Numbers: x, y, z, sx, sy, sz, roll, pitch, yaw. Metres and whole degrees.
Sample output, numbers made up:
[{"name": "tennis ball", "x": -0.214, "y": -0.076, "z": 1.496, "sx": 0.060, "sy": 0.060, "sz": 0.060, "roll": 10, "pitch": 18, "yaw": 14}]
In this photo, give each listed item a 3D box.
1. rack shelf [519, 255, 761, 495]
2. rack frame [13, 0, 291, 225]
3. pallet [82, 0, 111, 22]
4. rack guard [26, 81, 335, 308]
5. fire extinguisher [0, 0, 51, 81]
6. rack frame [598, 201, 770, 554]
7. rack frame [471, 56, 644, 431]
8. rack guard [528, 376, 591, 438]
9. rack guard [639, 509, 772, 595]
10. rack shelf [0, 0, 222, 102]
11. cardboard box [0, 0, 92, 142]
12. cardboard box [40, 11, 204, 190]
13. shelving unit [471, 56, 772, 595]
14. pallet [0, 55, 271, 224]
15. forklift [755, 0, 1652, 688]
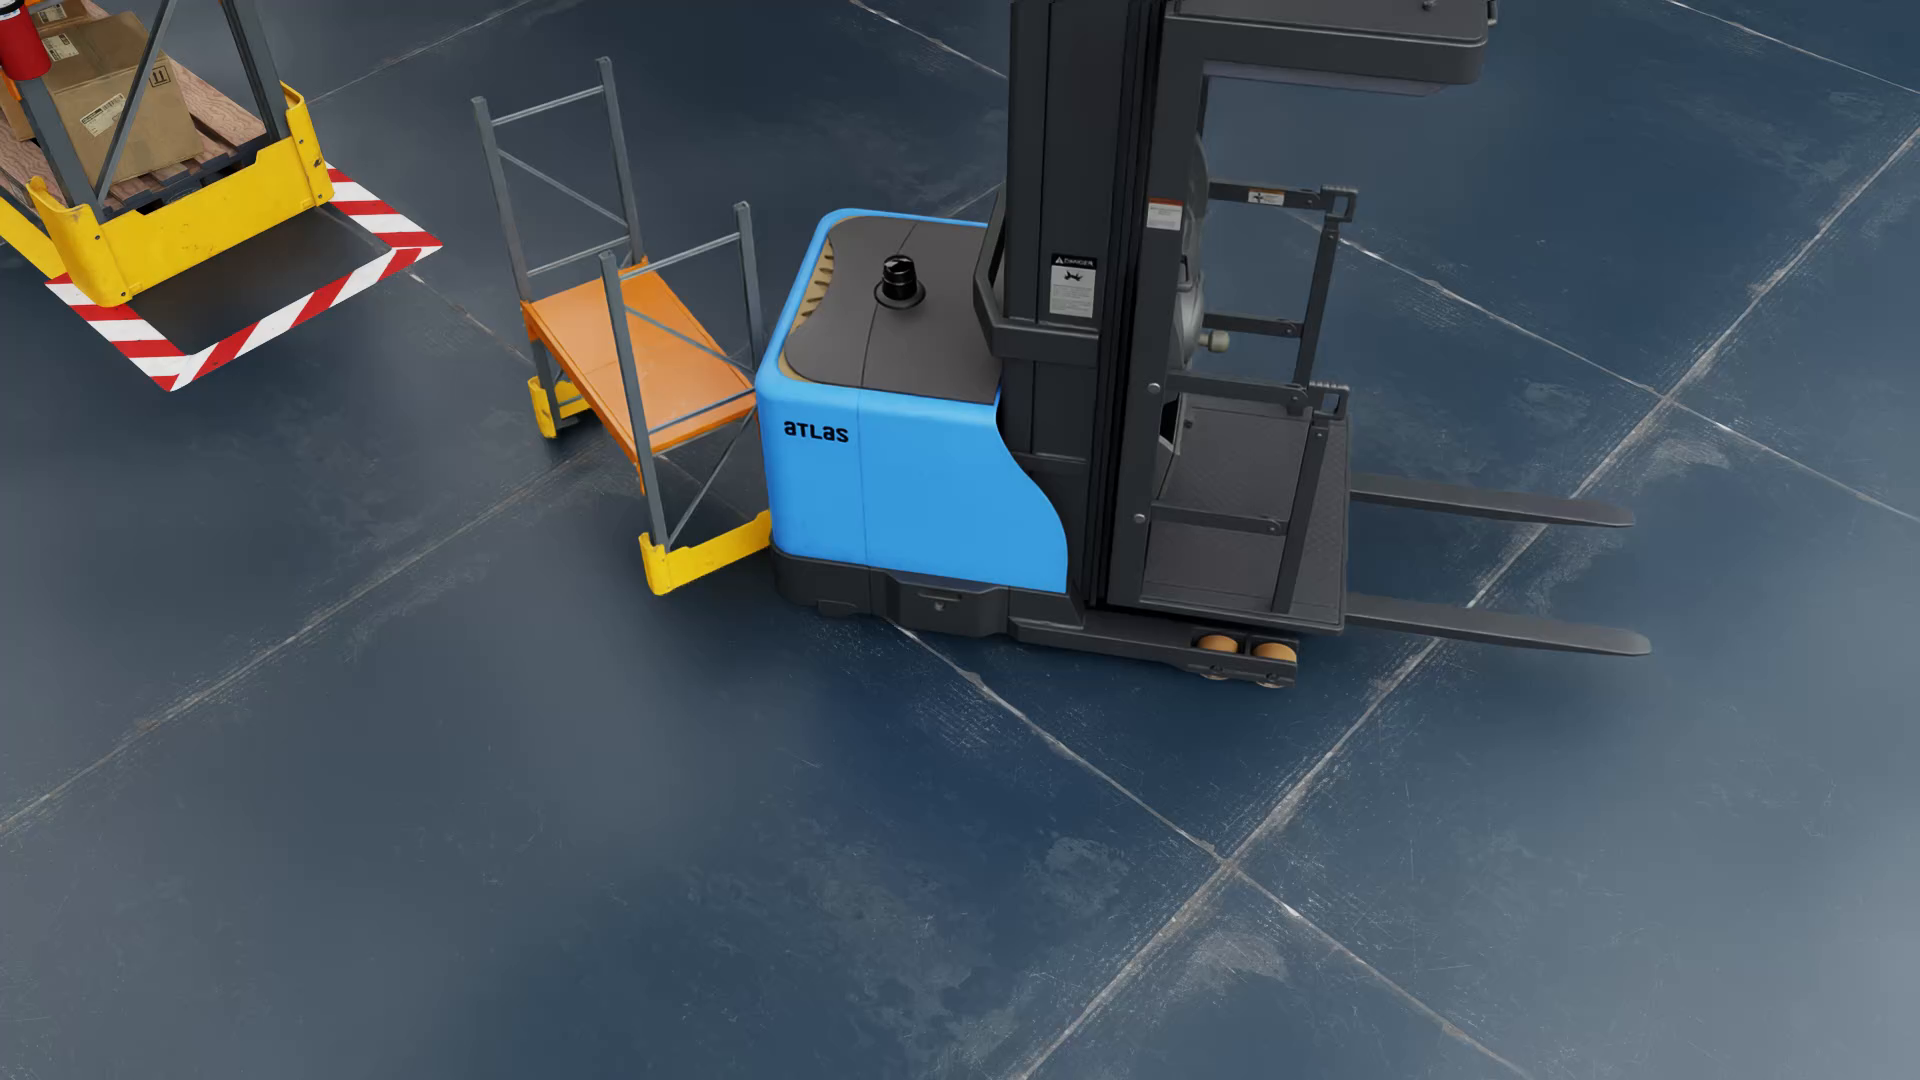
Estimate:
[{"name": "rack shelf", "x": -1.149, "y": -0.623, "z": 6.053, "sx": 0.538, "sy": 0.185, "sz": 1.000, "roll": -25, "pitch": 52, "yaw": -22}, {"name": "rack frame", "x": -3.361, "y": -2.372, "z": 6.420, "sx": 0.127, "sy": 3.000, "sz": 1.000, "roll": 34, "pitch": 55, "yaw": 28}, {"name": "pallet", "x": -4.882, "y": -2.479, "z": 8.433, "sx": 1.213, "sy": 0.211, "sz": 1.003, "roll": 34, "pitch": 55, "yaw": 28}, {"name": "rack guard", "x": -3.416, "y": -1.554, "z": 7.366, "sx": 0.348, "sy": 0.500, "sz": 1.175, "roll": 34, "pitch": 55, "yaw": 28}, {"name": "fire extinguisher", "x": -3.589, "y": -2.042, "z": 6.163, "sx": 0.183, "sy": 0.674, "sz": 0.296, "roll": 34, "pitch": 55, "yaw": 28}, {"name": "rack frame", "x": -0.872, "y": -0.436, "z": 5.630, "sx": 0.500, "sy": 1.500, "sz": 0.032, "roll": -25, "pitch": 52, "yaw": -22}, {"name": "rack frame", "x": -1.426, "y": -1.057, "z": 6.214, "sx": 0.500, "sy": 1.500, "sz": 0.032, "roll": -25, "pitch": 52, "yaw": -22}, {"name": "rack guard", "x": -1.425, "y": -0.628, "z": 6.668, "sx": 0.587, "sy": 0.250, "sz": 0.087, "roll": -25, "pitch": 52, "yaw": -22}, {"name": "rack guard", "x": -0.882, "y": -0.020, "z": 6.097, "sx": 0.587, "sy": 0.250, "sz": 0.087, "roll": -25, "pitch": 52, "yaw": -22}, {"name": "rack shelf", "x": -4.830, "y": -3.115, "z": 7.611, "sx": 4.000, "sy": 0.370, "sz": 1.077, "roll": 34, "pitch": 55, "yaw": 28}, {"name": "cardboard box", "x": -4.271, "y": -2.255, "z": 7.737, "sx": 0.500, "sy": 0.500, "sz": 0.500, "roll": -25, "pitch": 52, "yaw": -21}, {"name": "cardboard box", "x": -3.808, "y": -1.978, "z": 7.476, "sx": 0.500, "sy": 0.500, "sz": 0.500, "roll": -28, "pitch": 53, "yaw": -24}, {"name": "shelving unit", "x": -1.154, "y": -0.752, "z": 5.927, "sx": 0.587, "sy": 1.500, "sz": 1.083, "roll": -25, "pitch": 52, "yaw": -22}, {"name": "pallet", "x": -3.989, "y": -1.876, "z": 7.867, "sx": 1.213, "sy": 0.211, "sz": 1.003, "roll": 34, "pitch": 55, "yaw": 28}, {"name": "forklift", "x": 0.898, "y": -0.913, "z": 5.097, "sx": 3.031, "sy": 2.935, "sz": 1.130, "roll": 8, "pitch": 47, "yaw": 7}]
